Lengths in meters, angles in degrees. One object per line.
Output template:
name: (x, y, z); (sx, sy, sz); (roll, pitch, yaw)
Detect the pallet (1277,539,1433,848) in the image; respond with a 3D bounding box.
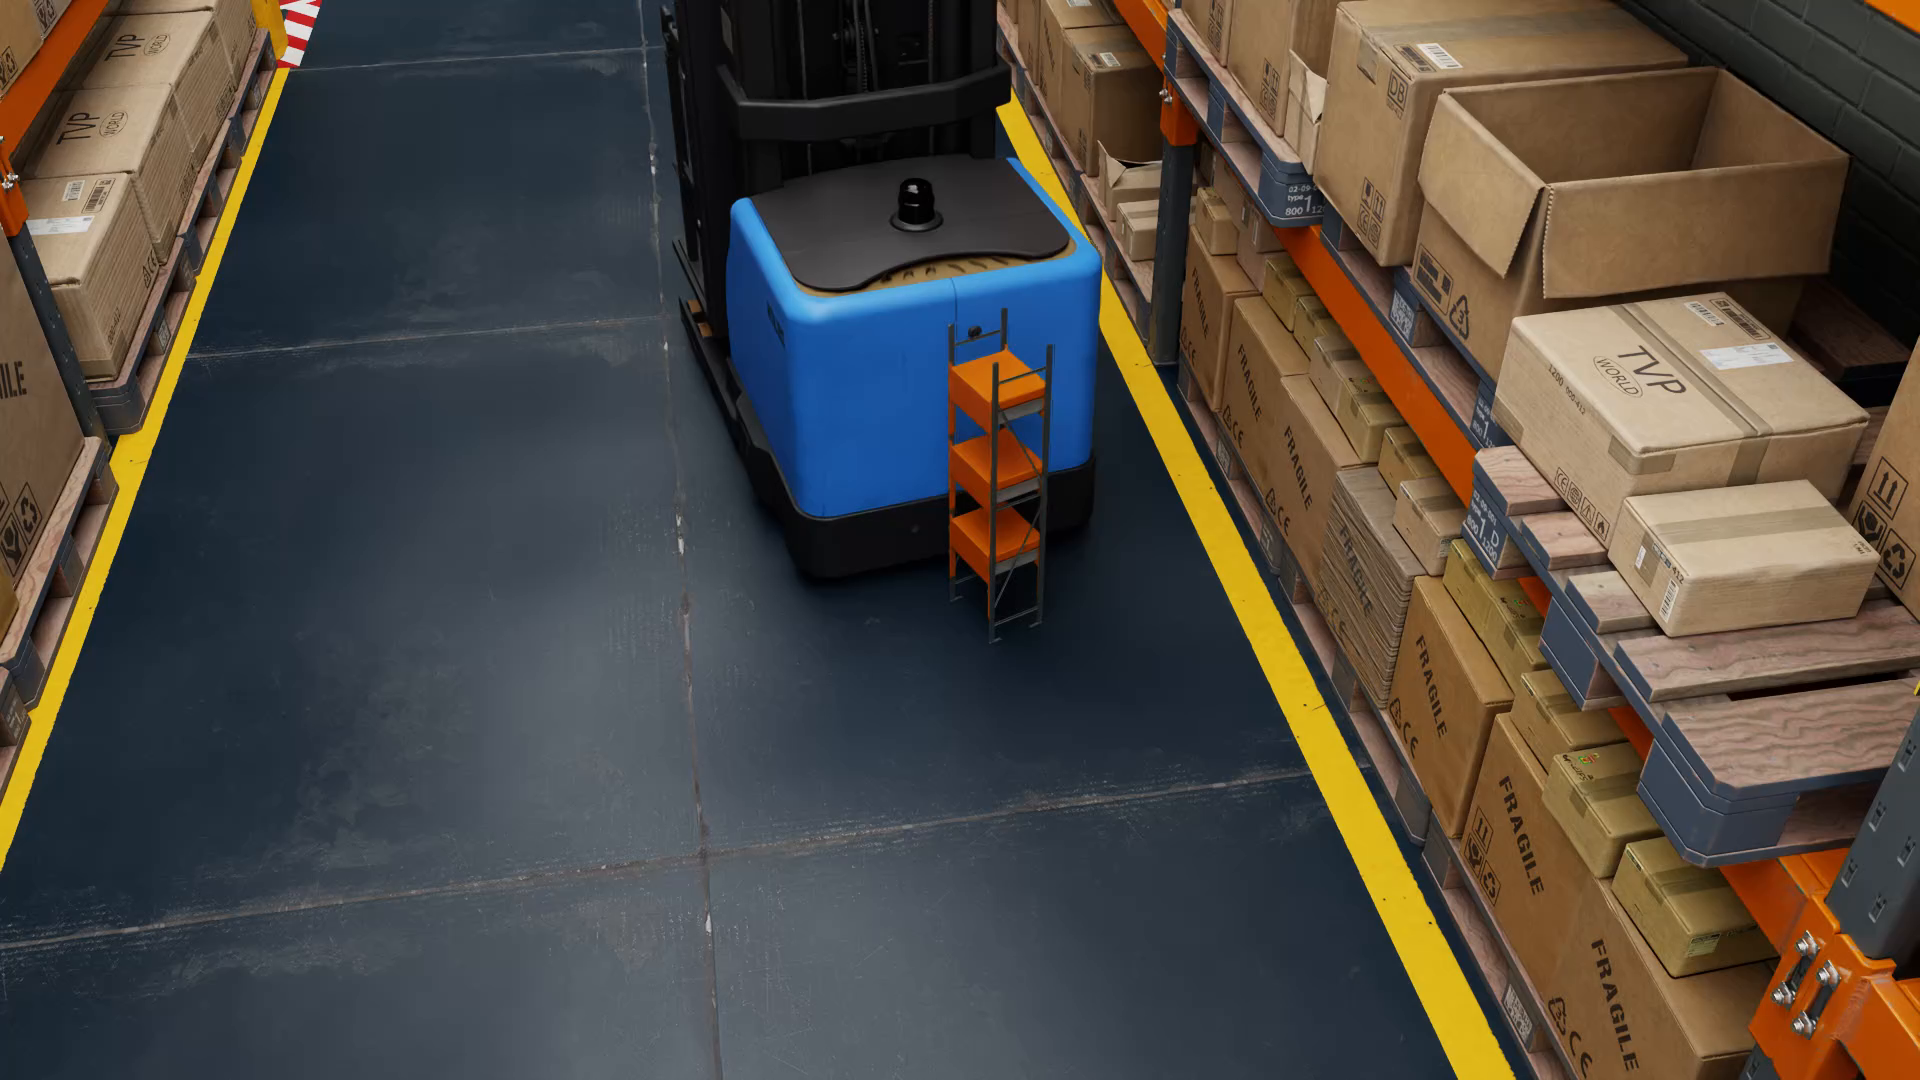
pallet: (1.655, 0.364, 5.109); (1.003, 0.211, 1.213); (-6, 38, -8)

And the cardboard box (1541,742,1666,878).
cardboard box: (1.545, 0.586, 3.718); (0.380, 0.149, 0.250); (-8, 39, -10)

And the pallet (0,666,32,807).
pallet: (-3.202, 0.871, 4.457); (1.003, 0.211, 1.213); (-6, 38, -8)

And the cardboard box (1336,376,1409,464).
cardboard box: (1.349, -0.370, 4.948); (0.380, 0.149, 0.250); (-5, 38, -6)

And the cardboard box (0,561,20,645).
cardboard box: (-3.275, 0.157, 4.492); (0.875, 0.875, 0.875); (-5, 38, -7)

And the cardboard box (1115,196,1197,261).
cardboard box: (0.871, -1.308, 6.970); (0.380, 0.149, 0.250); (-7, 38, -9)

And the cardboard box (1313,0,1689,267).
cardboard box: (1.351, -1.065, 4.252); (0.700, 0.500, 0.500); (-6, 38, -8)

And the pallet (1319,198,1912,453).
pallet: (1.614, -0.645, 4.292); (1.003, 0.211, 1.213); (-6, 38, -8)

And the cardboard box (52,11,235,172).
cardboard box: (-3.947, -2.057, 7.699); (0.875, 0.438, 0.875); (-5, 38, -7)

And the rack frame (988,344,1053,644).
rack frame: (0.179, -0.114, 5.041); (0.200, 1.050, 0.008); (-20, 42, -24)

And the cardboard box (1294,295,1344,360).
cardboard box: (1.301, -0.676, 5.341); (0.380, 0.149, 0.250); (-7, 38, -9)

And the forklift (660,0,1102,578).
forklift: (-0.504, -1.940, 5.858); (1.130, 2.935, 3.031); (-12, 39, -15)

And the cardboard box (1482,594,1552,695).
cardboard box: (1.540, 0.258, 4.140); (0.380, 0.149, 0.250); (-5, 38, -7)

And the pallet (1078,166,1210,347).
pallet: (1.138, -1.276, 7.221); (1.003, 0.211, 1.213); (-6, 38, -8)

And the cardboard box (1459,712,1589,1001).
cardboard box: (1.596, 0.739, 4.049); (0.500, 0.500, 0.500); (-7, 38, -9)

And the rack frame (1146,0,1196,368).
rack frame: (1.258, -1.963, 5.832); (1.000, 3.000, 0.127); (-6, 38, -8)

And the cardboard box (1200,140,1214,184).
cardboard box: (1.299, -1.689, 7.461); (0.380, 0.149, 0.250); (-7, 38, -9)

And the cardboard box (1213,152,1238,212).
cardboard box: (1.118, -1.276, 5.872); (0.380, 0.149, 0.250); (-7, 38, -9)

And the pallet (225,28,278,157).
pallet: (-4.112, -2.267, 8.496); (1.003, 0.211, 1.213); (-6, 38, -8)

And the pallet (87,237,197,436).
pallet: (-3.685, -0.793, 6.599); (1.003, 0.211, 1.213); (-6, 38, -8)

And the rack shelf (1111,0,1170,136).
rack shelf: (0.907, -2.887, 7.607); (1.077, 0.370, 4.000); (-6, 38, -8)

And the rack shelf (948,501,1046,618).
rack shelf: (0.116, 0.050, 5.300); (0.215, 0.259, 0.240); (-20, 42, -24)

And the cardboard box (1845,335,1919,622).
cardboard box: (2.023, -0.080, 2.984); (0.500, 0.500, 0.500); (-5, 38, -6)

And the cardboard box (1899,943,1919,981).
cardboard box: (2.161, 0.990, 3.726); (0.500, 0.500, 0.500); (-5, 38, -6)

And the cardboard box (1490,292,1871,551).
cardboard box: (1.455, -0.256, 3.414); (0.500, 0.250, 0.500); (-8, 39, -10)

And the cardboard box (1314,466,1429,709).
cardboard box: (1.392, 0.111, 4.857); (0.500, 0.500, 0.500); (-8, 38, -10)

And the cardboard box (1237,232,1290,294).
cardboard box: (1.183, -0.993, 5.750); (0.380, 0.149, 0.250); (-7, 38, -9)

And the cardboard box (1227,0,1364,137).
cardboard box: (1.213, -1.539, 4.862); (0.700, 0.500, 0.500); (-6, 38, -7)

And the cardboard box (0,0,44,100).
cardboard box: (-3.453, -1.778, 5.512); (0.500, 0.500, 0.500); (-5, 38, -6)

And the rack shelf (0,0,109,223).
rack shelf: (-3.979, -2.351, 6.917); (1.077, 0.370, 4.000); (-6, 38, -8)

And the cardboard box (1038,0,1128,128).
cardboard box: (0.676, -2.327, 7.996); (0.500, 0.500, 0.500); (-6, 38, -7)

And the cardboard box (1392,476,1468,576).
cardboard box: (1.418, -0.057, 4.544); (0.380, 0.149, 0.250); (-8, 39, -10)

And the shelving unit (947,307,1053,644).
shelving unit: (0.116, -0.178, 5.123); (0.215, 1.050, 0.252); (-20, 42, -24)

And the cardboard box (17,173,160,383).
cardboard box: (-3.633, -0.971, 6.302); (0.875, 0.438, 0.875); (-7, 38, -9)

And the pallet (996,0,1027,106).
pallet: (0.711, -2.750, 9.118); (1.003, 0.211, 1.213); (-6, 38, -8)

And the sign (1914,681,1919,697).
sign: (1.427, 0.091, 2.308); (0.100, 0.325, 0.005); (-6, 38, -8)

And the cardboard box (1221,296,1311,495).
cardboard box: (1.224, -0.505, 5.650); (0.500, 0.500, 0.500); (-7, 38, -9)

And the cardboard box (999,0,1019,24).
cardboard box: (0.570, -3.179, 9.090); (0.797, 0.503, 0.637); (-8, 38, -10)

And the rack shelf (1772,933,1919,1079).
rack shelf: (2.310, 1.945, 1.387); (1.077, 0.370, 4.000); (-6, 38, -8)
